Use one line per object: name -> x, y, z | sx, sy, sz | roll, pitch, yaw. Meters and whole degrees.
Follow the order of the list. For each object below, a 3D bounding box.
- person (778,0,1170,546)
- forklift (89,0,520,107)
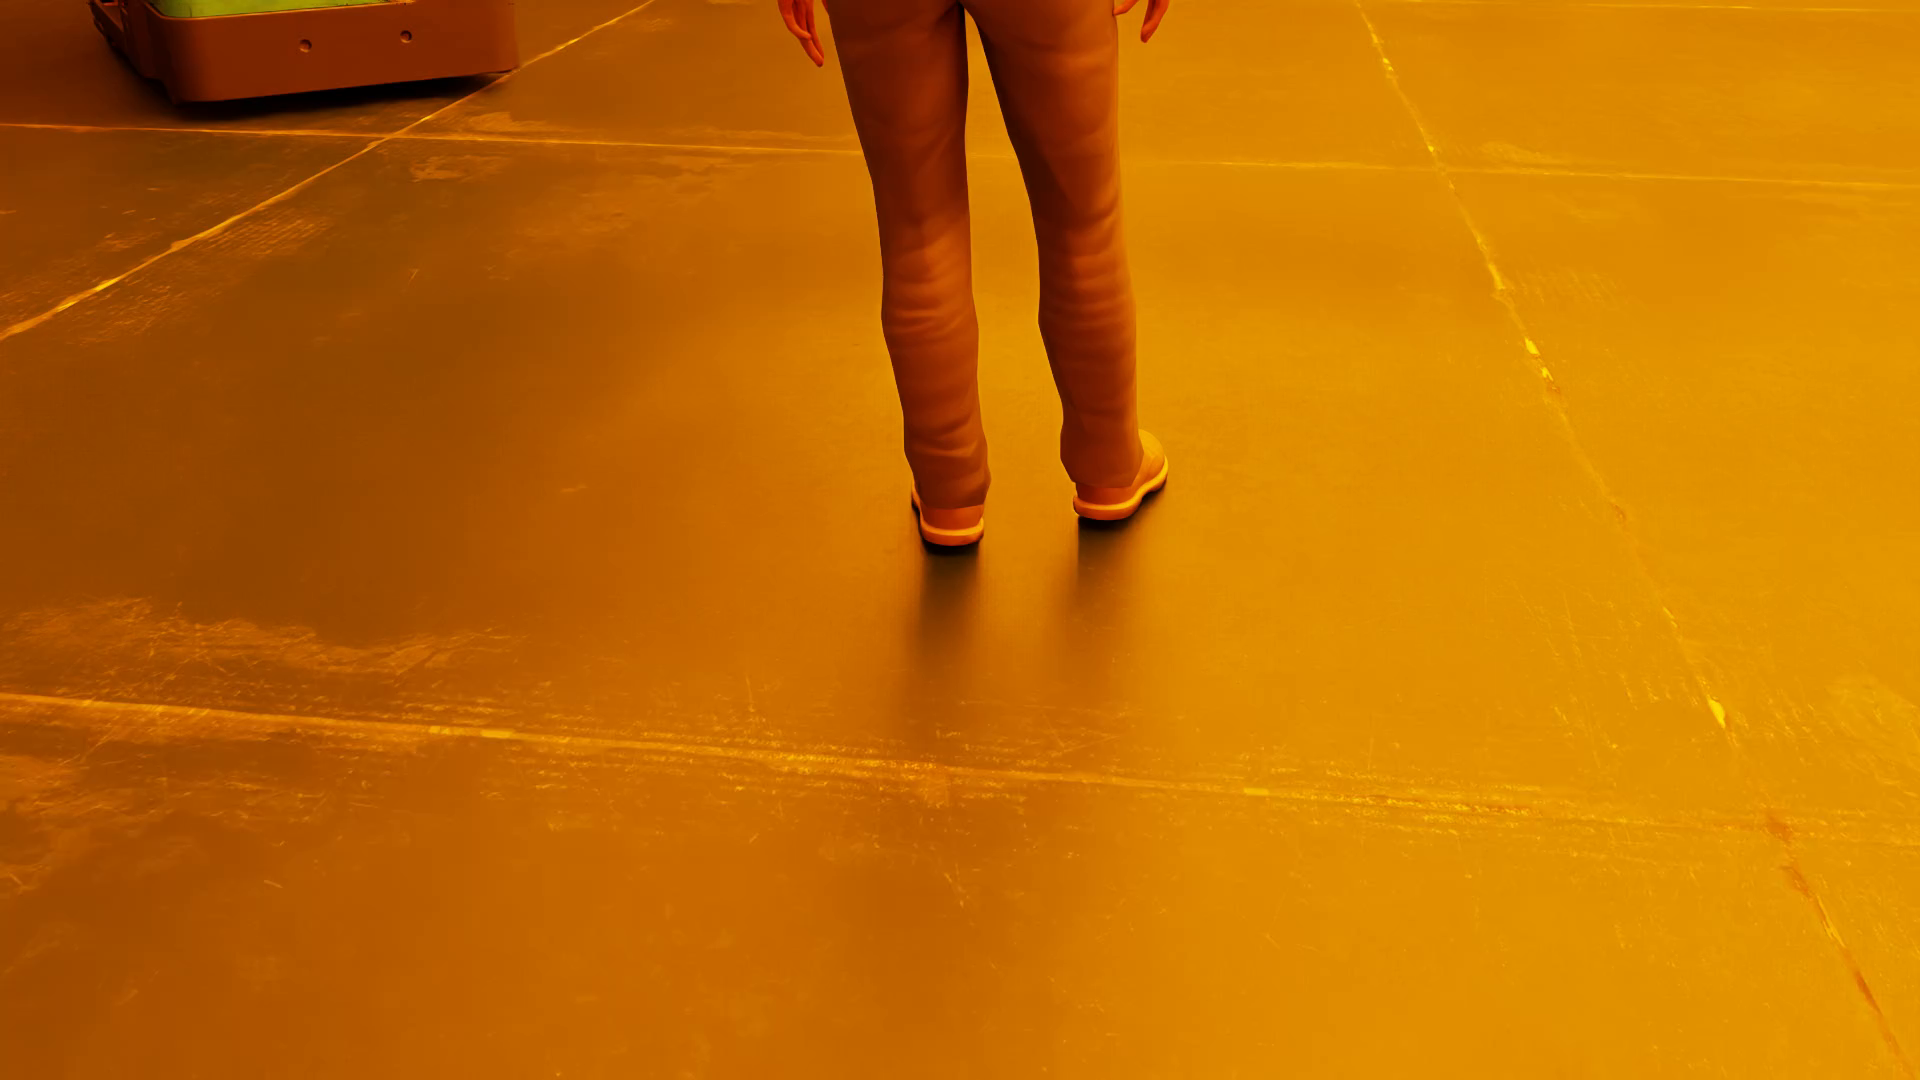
person -> 0.032, -0.784, 2.203 | 0.569, 1.654, 0.504 | 3, 27, 7
forklift -> -2.639, -3.232, 5.696 | 1.130, 2.935, 3.031 | -15, 30, -28
